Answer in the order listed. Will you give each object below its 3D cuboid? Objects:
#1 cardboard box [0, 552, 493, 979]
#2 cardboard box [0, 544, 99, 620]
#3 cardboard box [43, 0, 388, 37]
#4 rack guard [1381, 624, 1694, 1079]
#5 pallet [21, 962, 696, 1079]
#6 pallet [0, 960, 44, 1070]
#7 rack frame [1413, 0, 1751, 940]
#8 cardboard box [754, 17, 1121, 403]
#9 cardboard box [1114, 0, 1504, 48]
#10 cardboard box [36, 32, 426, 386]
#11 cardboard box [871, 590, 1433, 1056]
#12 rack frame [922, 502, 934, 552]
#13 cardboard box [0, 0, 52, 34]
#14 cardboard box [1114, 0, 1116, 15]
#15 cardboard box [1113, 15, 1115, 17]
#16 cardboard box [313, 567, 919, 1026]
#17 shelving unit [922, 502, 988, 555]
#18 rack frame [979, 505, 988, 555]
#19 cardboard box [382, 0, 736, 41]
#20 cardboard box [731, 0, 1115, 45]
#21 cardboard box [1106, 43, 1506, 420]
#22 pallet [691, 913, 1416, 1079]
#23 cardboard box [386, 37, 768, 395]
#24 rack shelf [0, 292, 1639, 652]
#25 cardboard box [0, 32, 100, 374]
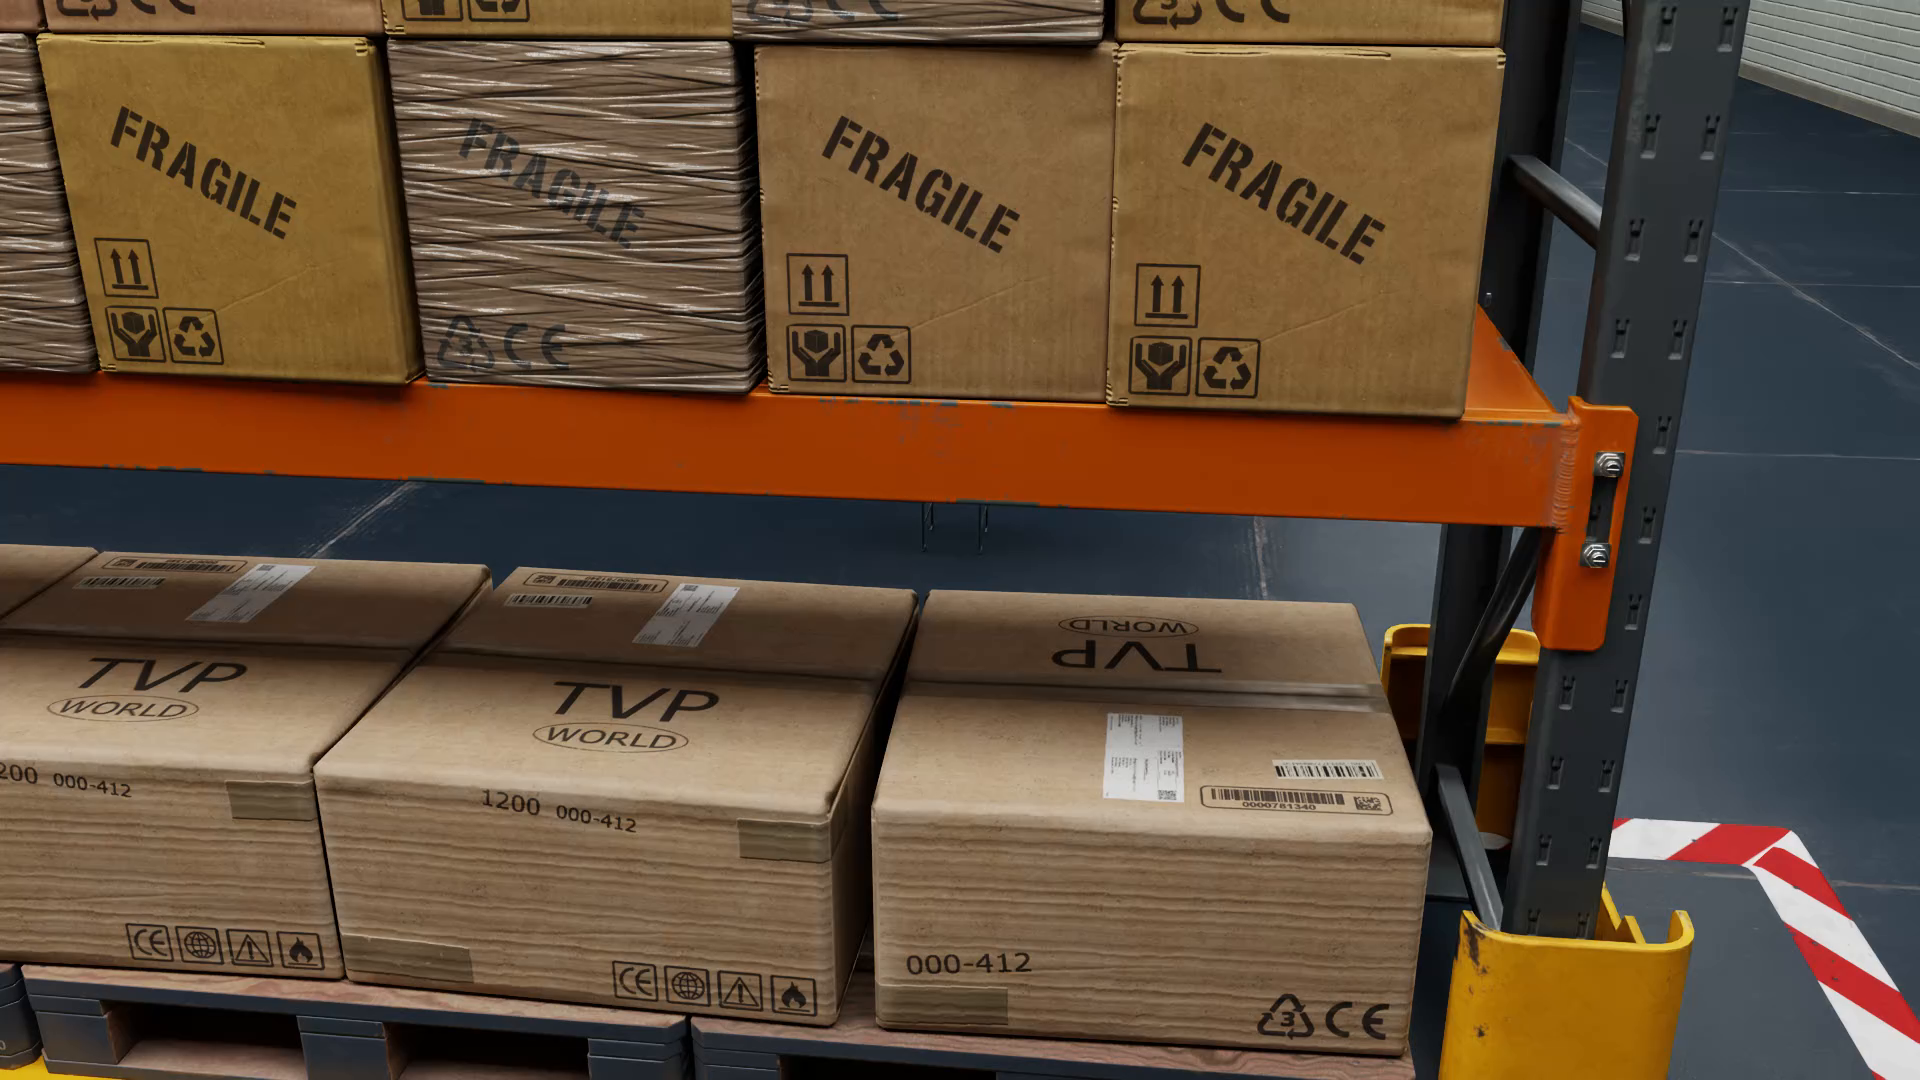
[{"bbox_3d":[-1.474,0.398,3.267,0.875,0.438,0.875,2,22,5],"label":"cardboard box"},{"bbox_3d":[-2.364,0.360,3.364,0.875,0.438,0.875,2,22,6],"label":"cardboard box"},{"bbox_3d":[-1.021,-1.032,2.475,0.500,0.500,0.500,2,22,6],"label":"cardboard box"},{"bbox_3d":[1.022,0.634,3.157,0.348,0.500,1.175,2,22,6],"label":"rack guard"},{"bbox_3d":[-1.014,0.707,3.364,1.213,0.211,1.003,2,22,6],"label":"pallet"},{"bbox_3d":[-2.229,0.655,3.495,1.213,0.211,1.003,2,22,6],"label":"pallet"},{"bbox_3d":[0.998,-0.530,2.700,0.127,3.000,1.000,2,22,6],"label":"rack frame"},{"bbox_3d":[-0.009,-0.528,2.559,0.500,0.500,0.500,2,22,5],"label":"cardboard box"},{"bbox_3d":[0.491,-0.975,2.331,0.500,0.500,0.500,3,22,8],"label":"cardboard box"},{"bbox_3d":[-1.035,-0.564,2.651,0.500,0.500,0.500,3,22,8],"label":"cardboard box"},{"bbox_3d":[0.331,0.474,3.074,0.875,0.438,0.875,2,22,4],"label":"cardboard box"},{"bbox_3d":[-0.105,-0.563,5.231,0.006,1.200,0.240,2,22,6],"label":"rack frame"},{"bbox_3d":[-1.522,-1.055,2.532,0.500,0.500,0.500,3,22,7],"label":"cardboard box"},{"bbox_3d":[0.041,-1.186,2.864,0.500,0.500,0.500,2,22,5],"label":"cardboard box"},{"bbox_3d":[0.049,-0.714,3.029,0.500,0.500,0.500,2,22,6],"label":"cardboard box"},{"bbox_3d":[-0.579,0.438,3.166,0.875,0.438,0.875,3,22,8],"label":"cardboard box"},{"bbox_3d":[-0.014,-0.559,5.221,0.189,1.200,0.258,2,22,6],"label":"shelving unit"},{"bbox_3d":[0.076,-0.555,5.211,0.006,1.200,0.240,2,22,6],"label":"rack frame"},{"bbox_3d":[-0.522,-1.010,2.418,0.500,0.500,0.500,2,22,6],"label":"cardboard box"},{"bbox_3d":[-0.031,-0.987,2.361,0.500,0.500,0.500,3,22,6],"label":"cardboard box"},{"bbox_3d":[0.488,-0.501,2.490,0.500,0.500,0.500,3,22,7],"label":"cardboard box"},{"bbox_3d":[0.195,0.761,3.228,1.213,0.211,1.003,2,22,6],"label":"pallet"},{"bbox_3d":[-0.521,-0.546,2.606,0.500,0.500,0.500,3,22,8],"label":"cardboard box"},{"bbox_3d":[-0.988,-0.282,3.051,4.000,0.370,1.077,2,22,6],"label":"rack shelf"},{"bbox_3d":[-1.547,-0.586,2.707,0.500,0.500,0.500,3,22,7],"label":"cardboard box"}]
